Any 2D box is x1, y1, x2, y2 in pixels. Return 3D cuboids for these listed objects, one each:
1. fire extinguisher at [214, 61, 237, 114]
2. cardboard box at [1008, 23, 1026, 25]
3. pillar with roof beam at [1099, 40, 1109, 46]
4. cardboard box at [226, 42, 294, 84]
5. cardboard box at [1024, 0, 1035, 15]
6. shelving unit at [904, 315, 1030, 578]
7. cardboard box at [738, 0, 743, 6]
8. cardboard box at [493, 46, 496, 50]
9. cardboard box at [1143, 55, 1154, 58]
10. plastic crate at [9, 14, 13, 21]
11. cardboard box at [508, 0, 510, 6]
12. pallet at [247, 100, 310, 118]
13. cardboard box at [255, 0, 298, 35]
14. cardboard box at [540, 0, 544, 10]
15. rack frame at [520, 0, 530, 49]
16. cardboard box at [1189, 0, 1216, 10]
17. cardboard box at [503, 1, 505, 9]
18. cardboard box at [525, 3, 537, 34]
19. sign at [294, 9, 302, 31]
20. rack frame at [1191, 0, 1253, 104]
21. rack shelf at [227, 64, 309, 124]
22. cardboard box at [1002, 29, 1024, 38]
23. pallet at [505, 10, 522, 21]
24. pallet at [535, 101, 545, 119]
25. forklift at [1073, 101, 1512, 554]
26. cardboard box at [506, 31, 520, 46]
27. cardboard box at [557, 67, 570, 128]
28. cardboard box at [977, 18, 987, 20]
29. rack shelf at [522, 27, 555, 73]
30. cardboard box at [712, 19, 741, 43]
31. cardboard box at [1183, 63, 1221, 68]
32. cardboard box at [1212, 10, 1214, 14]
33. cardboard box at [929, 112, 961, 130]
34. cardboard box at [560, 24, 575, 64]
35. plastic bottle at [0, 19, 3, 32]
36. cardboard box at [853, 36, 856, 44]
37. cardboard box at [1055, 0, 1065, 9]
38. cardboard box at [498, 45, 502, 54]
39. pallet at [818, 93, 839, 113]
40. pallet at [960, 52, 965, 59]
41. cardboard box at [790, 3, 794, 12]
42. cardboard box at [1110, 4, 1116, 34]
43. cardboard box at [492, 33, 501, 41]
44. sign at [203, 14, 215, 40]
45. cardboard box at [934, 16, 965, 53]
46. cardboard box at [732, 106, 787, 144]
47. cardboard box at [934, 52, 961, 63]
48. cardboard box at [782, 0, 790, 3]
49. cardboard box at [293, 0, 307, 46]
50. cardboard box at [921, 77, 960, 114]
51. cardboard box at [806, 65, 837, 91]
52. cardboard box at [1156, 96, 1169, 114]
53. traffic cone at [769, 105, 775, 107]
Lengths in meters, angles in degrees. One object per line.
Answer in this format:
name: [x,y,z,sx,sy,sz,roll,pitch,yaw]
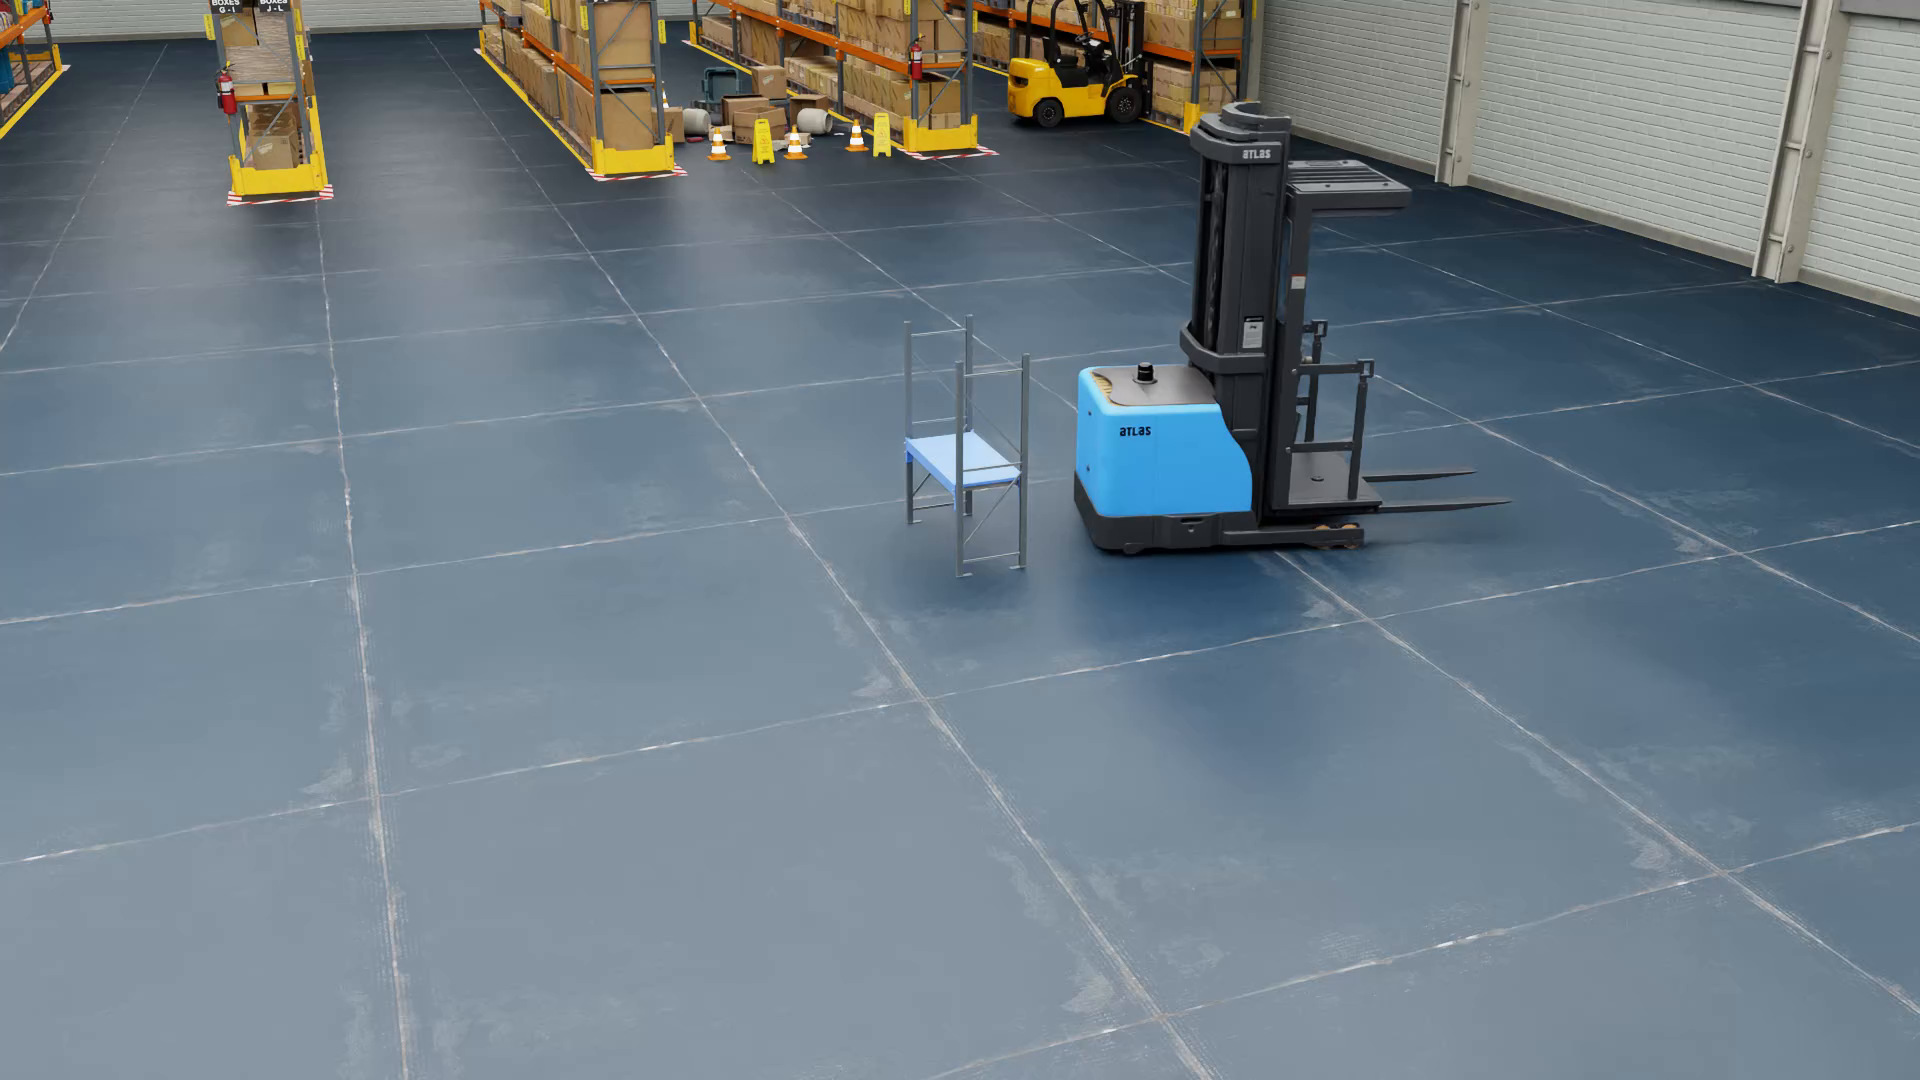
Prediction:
fire extinguisher: [-9.946,-6.138,22.550,0.296,0.674,0.183,-8,24,-19]
cardboard box: [1.261,-11.179,36.255,0.380,0.149,0.250,-9,24,-20]
pillar with roof beam: [-1.191,-13.051,31.129,9.100,9.000,0.400,-8,24,-19]
cardboard box: [-9.724,-6.665,23.190,0.875,0.500,0.500,-8,24,-19]
cardboard box: [1.633,-10.780,33.658,0.500,0.250,0.500,-9,24,-20]
shelving unit: [0.030,-0.660,11.385,0.538,1.500,1.048,-8,24,-19]
cardboard box: [-4.430,-11.545,35.473,0.500,0.250,0.500,-9,24,-20]
cardboard box: [-10.087,-10.821,36.692,0.380,0.149,0.250,-8,24,-19]
cardboard box: [3.180,-8.576,29.947,0.500,0.250,0.500,-7,24,-17]
plastic crate: [-18.458,-10.054,32.004,0.396,0.136,0.243,-8,24,-19]
cardboard box: [-8.402,-10.258,31.625,0.380,0.149,0.250,-7,24,-17]
pallet: [-12.106,-7.616,29.548,1.003,0.211,1.213,-8,24,-19]
cardboard box: [-9.664,-7.342,23.509,0.500,0.500,0.500,-8,24,-19]
cardboard box: [-7.012,-9.616,29.287,0.700,0.500,0.500,-9,24,-20]
rack frame: [-7.705,-9.829,31.208,1.000,3.000,0.127,-8,24,-19]
cardboard box: [4.035,-8.904,27.666,0.380,0.149,0.250,-8,24,-19]
cardboard box: [-8.668,-10.395,32.335,0.380,0.149,0.250,-9,25,-21]
cardboard box: [-7.617,-9.491,30.276,0.500,0.500,0.500,-9,24,-19]
sign: [-10.463,-8.208,26.247,0.100,0.325,0.005,-8,24,-19]
rack frame: [4.358,-8.321,27.629,1.000,3.000,0.127,-8,24,-19]
rack shelf: [-10.261,-6.674,24.648,1.077,0.370,4.000,-8,24,-19]
cardboard box: [1.121,-10.713,35.147,0.380,0.149,0.250,-10,25,-22]
pallet: [-8.443,-10.454,32.939,1.003,0.211,1.213,-8,24,-19]
pallet: [-7.070,-7.805,29.996,1.003,0.211,1.213,-8,24,-19]
forklift: [2.390,-1.483,11.496,3.031,2.935,1.130,-3,23,-6]
cardboard box: [-8.914,-10.172,33.733,0.500,0.250,0.500,-8,24,-18]
cardboard box: [-6.135,-7.352,27.526,0.875,0.875,0.875,-8,24,-18]
cardboard box: [0.378,-11.575,37.193,0.380,0.149,0.250,-9,24,-20]
rack shelf: [-6.999,-8.771,29.624,1.077,0.370,4.000,-8,24,-19]
cardboard box: [-5.278,-11.907,38.897,0.875,0.438,0.875,-8,24,-18]
cardboard box: [4.186,-8.089,28.793,0.500,0.250,0.500,-8,24,-19]
cardboard box: [4.335,-8.905,28.053,0.380,0.149,0.250,-8,24,-19]
cardboard box: [-0.310,-6.896,27.248,0.500,0.250,0.500,-9,24,-19]
cardboard box: [-5.854,-7.903,26.446,0.875,0.550,0.550,-8,24,-19]
plastic bottle: [-17.631,-9.438,30.440,0.152,0.276,0.135,-8,24,-19]
cardboard box: [-1.626,-8.640,28.711,0.380,0.149,0.250,-8,24,-19]
cardboard box: [2.169,-10.451,32.233,0.500,0.250,0.500,-8,24,-18]
cardboard box: [-9.634,-10.467,35.468,0.380,0.149,0.250,-10,25,-22]
pallet: [-1.973,-8.089,30.671,1.003,0.211,1.213,-8,24,-19]
pallet: [0.442,-11.105,37.827,1.003,0.211,1.213,-8,24,-19]
cardboard box: [-3.047,-10.266,32.028,0.380,0.149,0.250,-10,25,-22]
cardboard box: [3.057,-9.436,30.147,0.500,0.500,0.500,-8,24,-18]
cardboard box: [-10.017,-10.994,36.336,0.380,0.149,0.250,-9,25,-21]
sign: [-10.081,-6.889,22.334,0.100,0.325,0.005,-8,24,-19]
cardboard box: [-0.192,-8.031,26.431,0.500,0.500,0.500,-9,24,-20]
cardboard box: [-3.273,-6.779,27.185,0.637,0.503,0.797,12,26,27]
cardboard box: [-0.210,-7.674,26.419,0.380,0.149,0.250,-8,24,-19]
cardboard box: [-3.168,-10.726,32.285,0.500,0.500,0.500,-9,24,-20]
cardboard box: [-11.118,-8.510,26.765,1.000,1.000,1.000,-8,24,-19]
cardboard box: [-0.319,-7.250,27.123,0.500,0.500,0.500,-9,25,-21]
cardboard box: [-2.389,-8.778,31.556,0.950,0.372,0.625,-8,24,-17]
cardboard box: [3.730,-7.556,28.816,0.500,0.250,0.500,-8,24,-19]
traffic cone: [-3.445,-8.181,30.564,0.336,0.463,0.334,-8,24,-19]
